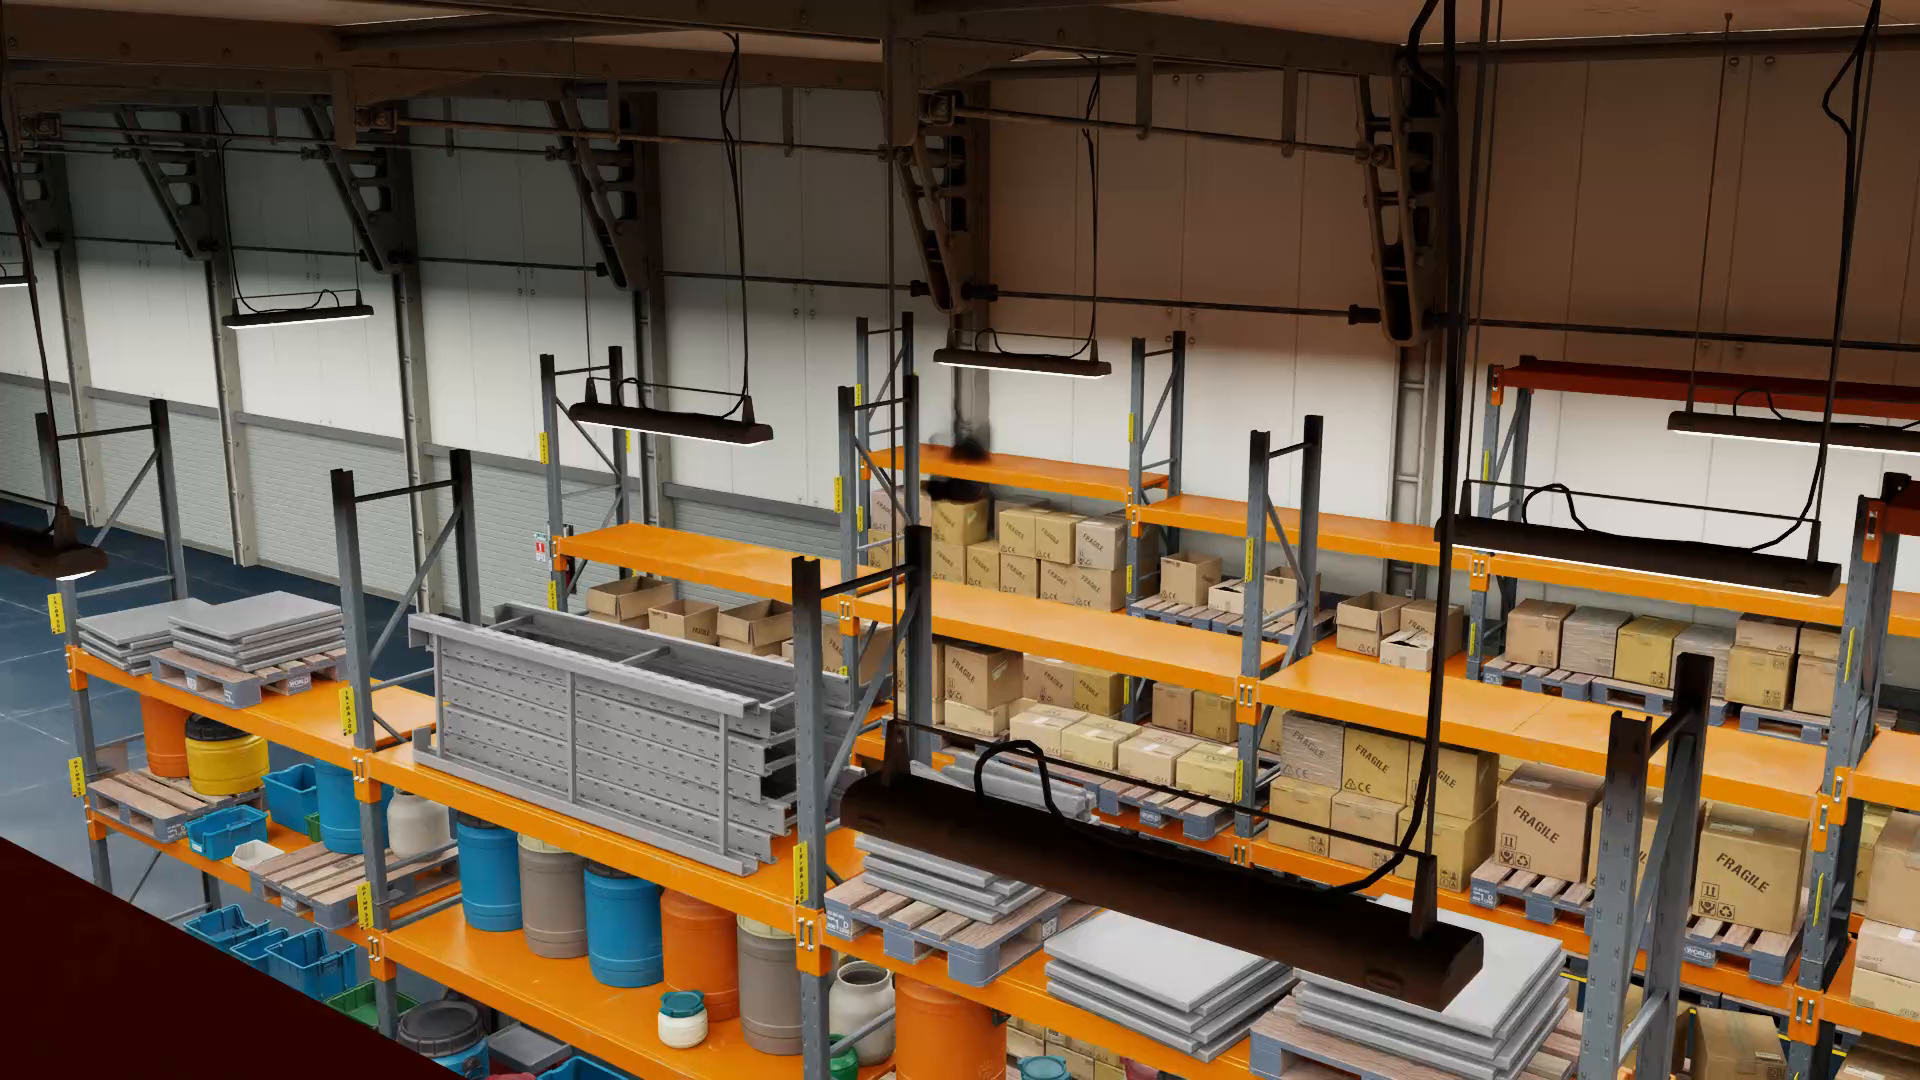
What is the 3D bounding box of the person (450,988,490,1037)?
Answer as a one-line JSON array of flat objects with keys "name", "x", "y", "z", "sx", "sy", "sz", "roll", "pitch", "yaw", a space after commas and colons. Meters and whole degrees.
[{"name": "person", "x": -4.188, "y": 3.952, "z": 14.393, "sx": 0.628, "sy": 1.732, "sz": 0.704, "roll": 8, "pitch": 15, "yaw": 31}]
